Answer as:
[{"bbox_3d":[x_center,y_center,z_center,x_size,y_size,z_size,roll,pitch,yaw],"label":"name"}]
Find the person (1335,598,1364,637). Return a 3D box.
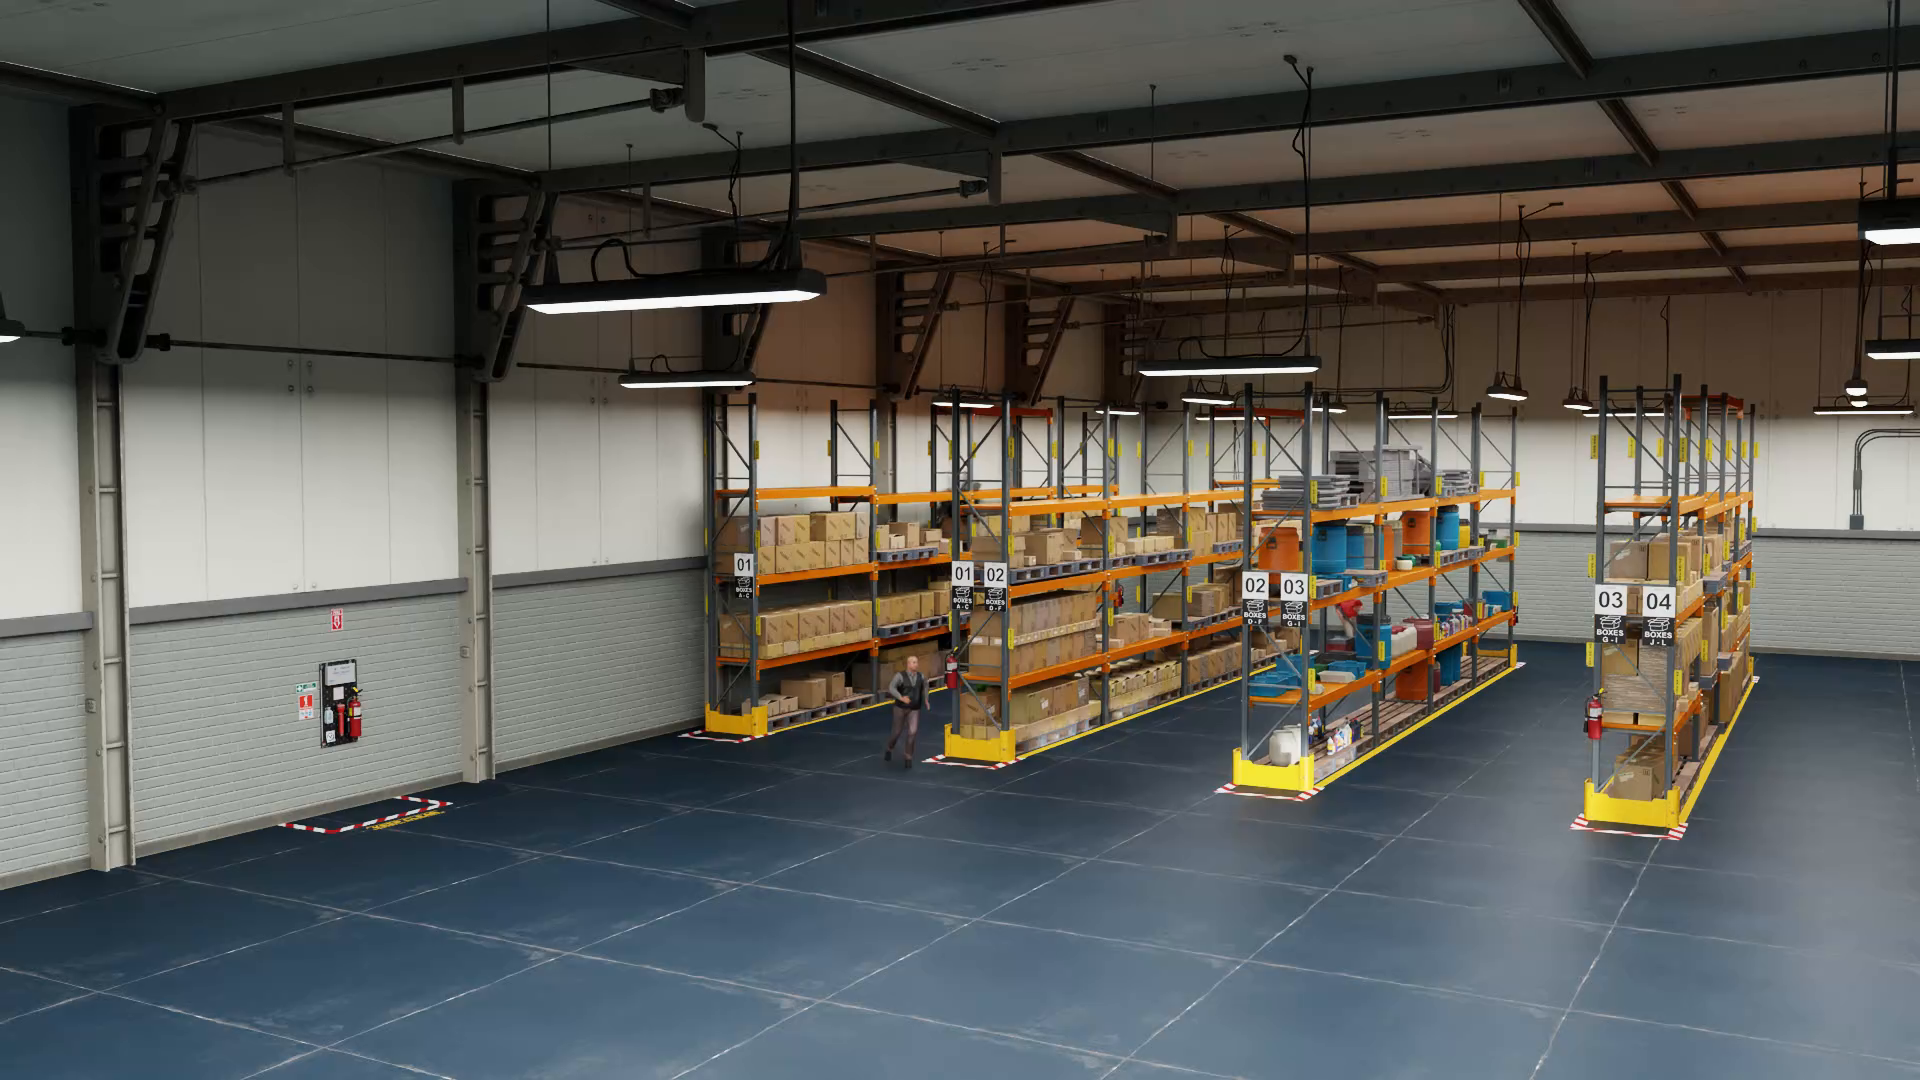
[{"bbox_3d":[9.388,2.007,40.041,0.678,1.764,0.741,0,3,7],"label":"person"}]

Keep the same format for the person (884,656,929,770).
[{"bbox_3d":[-0.795,2.710,26.419,0.717,1.731,0.848,-1,3,-19],"label":"person"}]

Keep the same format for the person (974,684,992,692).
[{"bbox_3d":[0.509,2.460,30.908,0.663,1.736,0.561,1,3,23],"label":"person"}]
